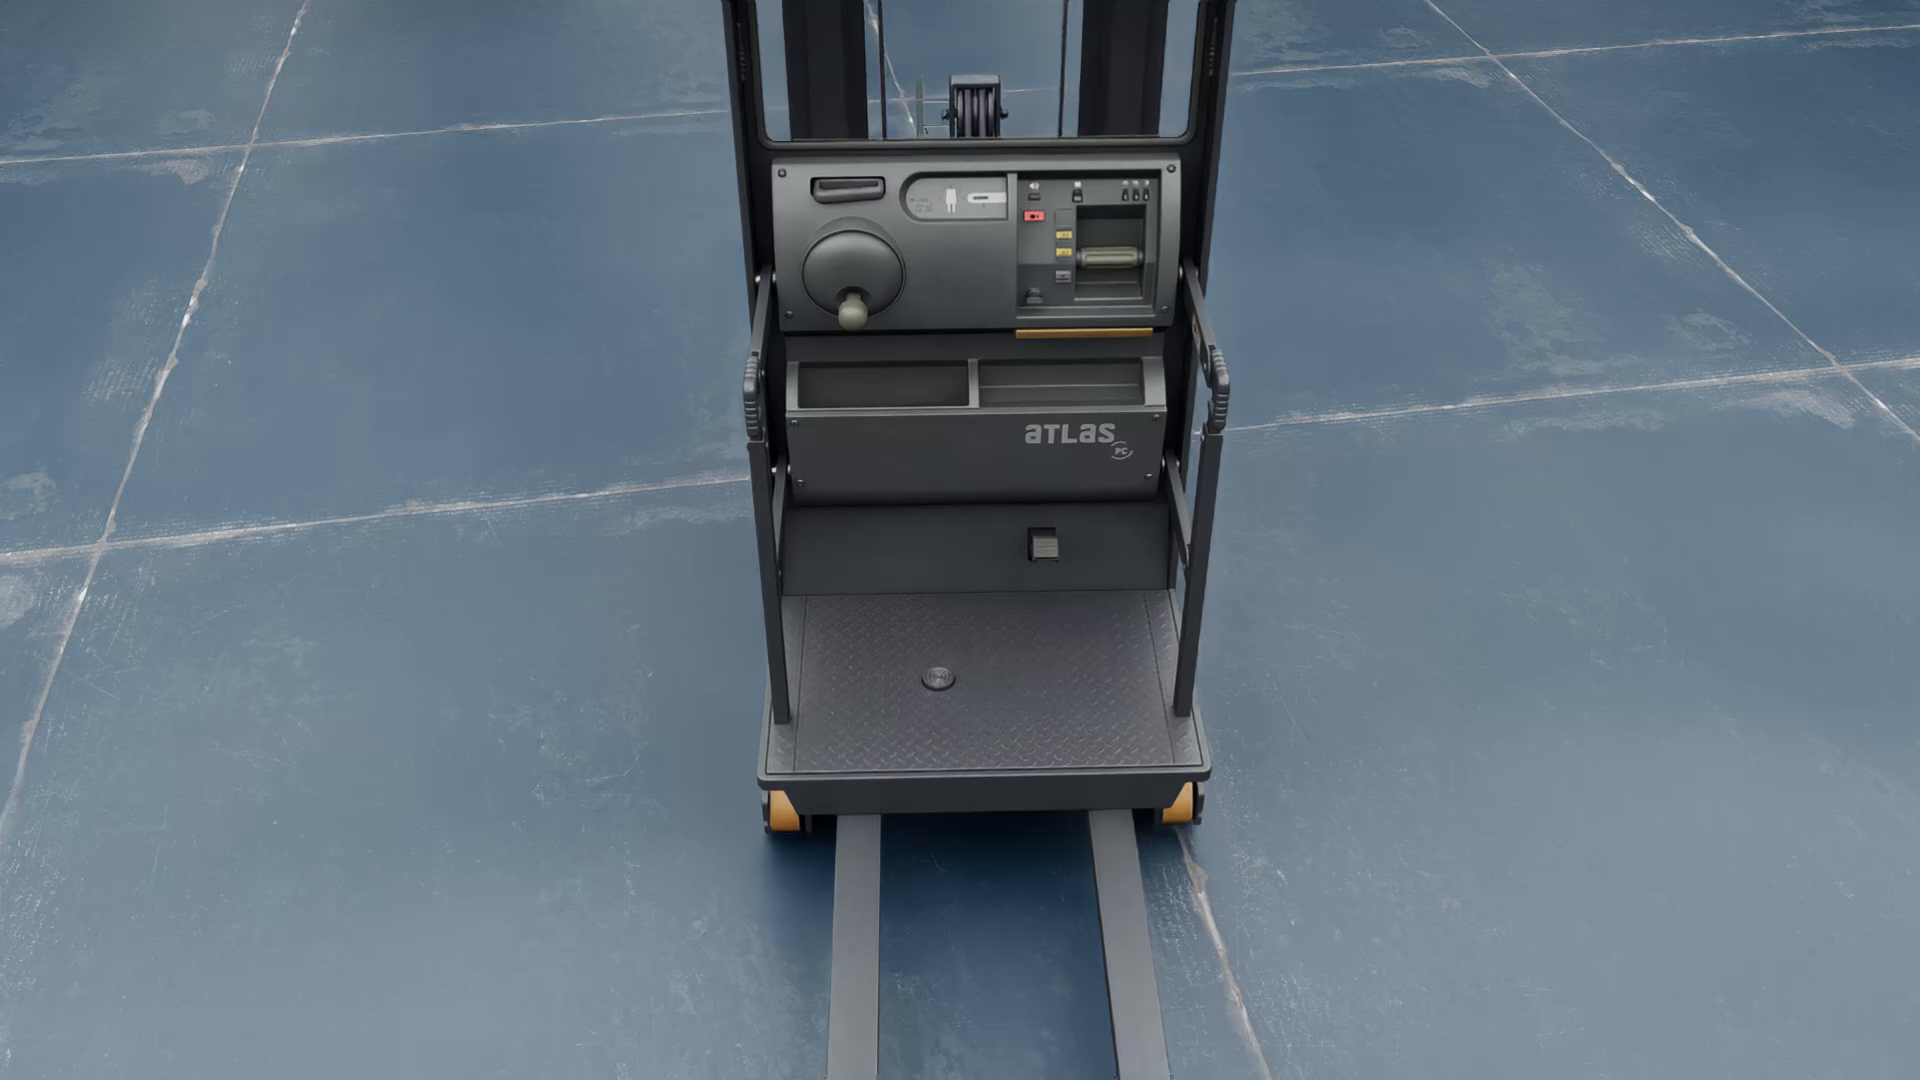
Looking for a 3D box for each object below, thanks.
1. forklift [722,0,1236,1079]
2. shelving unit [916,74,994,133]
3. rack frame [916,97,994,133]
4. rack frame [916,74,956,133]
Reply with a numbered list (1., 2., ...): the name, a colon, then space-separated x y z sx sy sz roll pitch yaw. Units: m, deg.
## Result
1. forklift: 0.047 -0.608 3.643 1.130 2.935 3.031 -1 38 -1
2. shelving unit: -0.015 -0.913 5.447 0.258 1.200 0.189 -1 38 -1
3. rack frame: -0.012 -0.856 5.374 0.240 1.200 0.006 -1 38 -1
4. rack frame: -0.017 -0.969 5.519 0.240 1.200 0.006 -1 38 -1
